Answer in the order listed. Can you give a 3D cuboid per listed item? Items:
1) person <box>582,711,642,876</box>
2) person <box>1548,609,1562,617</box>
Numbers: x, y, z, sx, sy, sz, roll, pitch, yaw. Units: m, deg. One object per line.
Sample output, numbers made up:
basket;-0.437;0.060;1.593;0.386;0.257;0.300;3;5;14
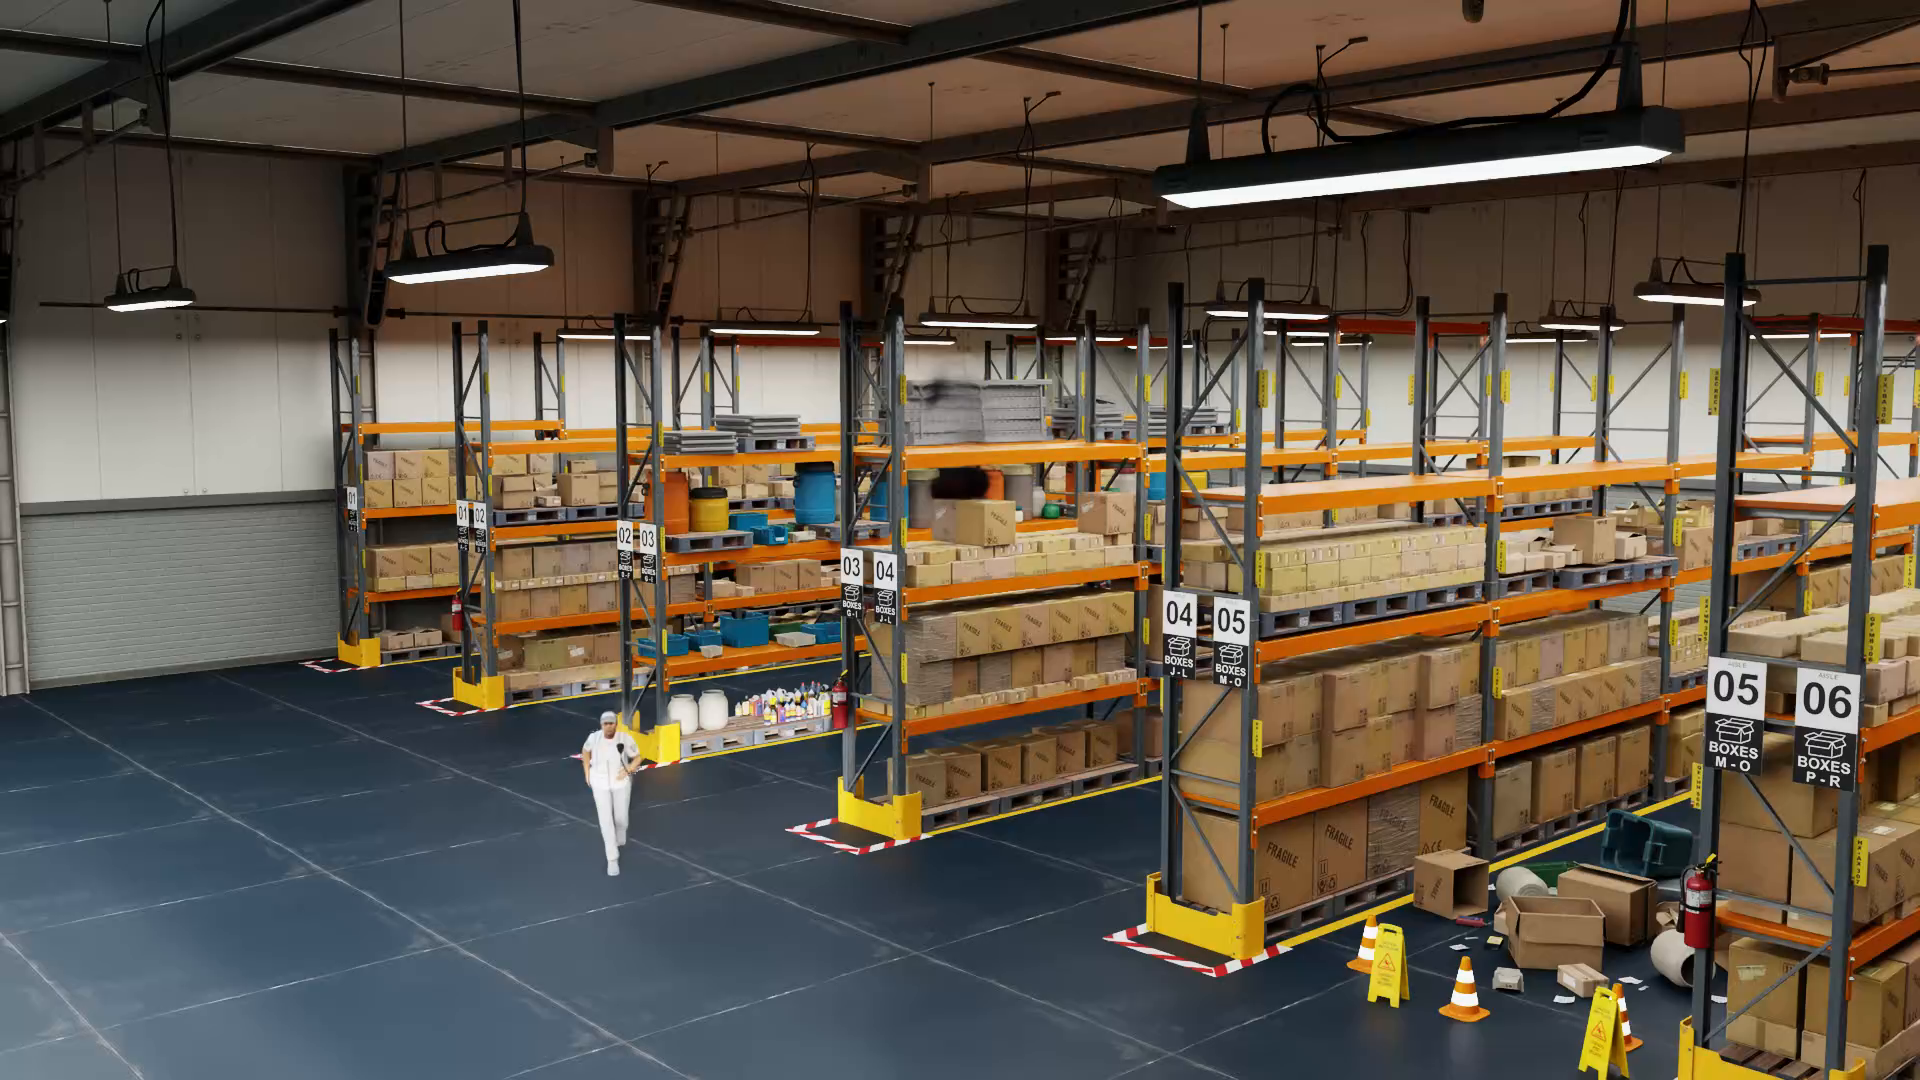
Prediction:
person;-3.681;2.614;17.609;0.629;1.668;0.948;-1;6;-8
person;8.920;1.875;24.878;0.685;1.708;0.631;5;8;42
